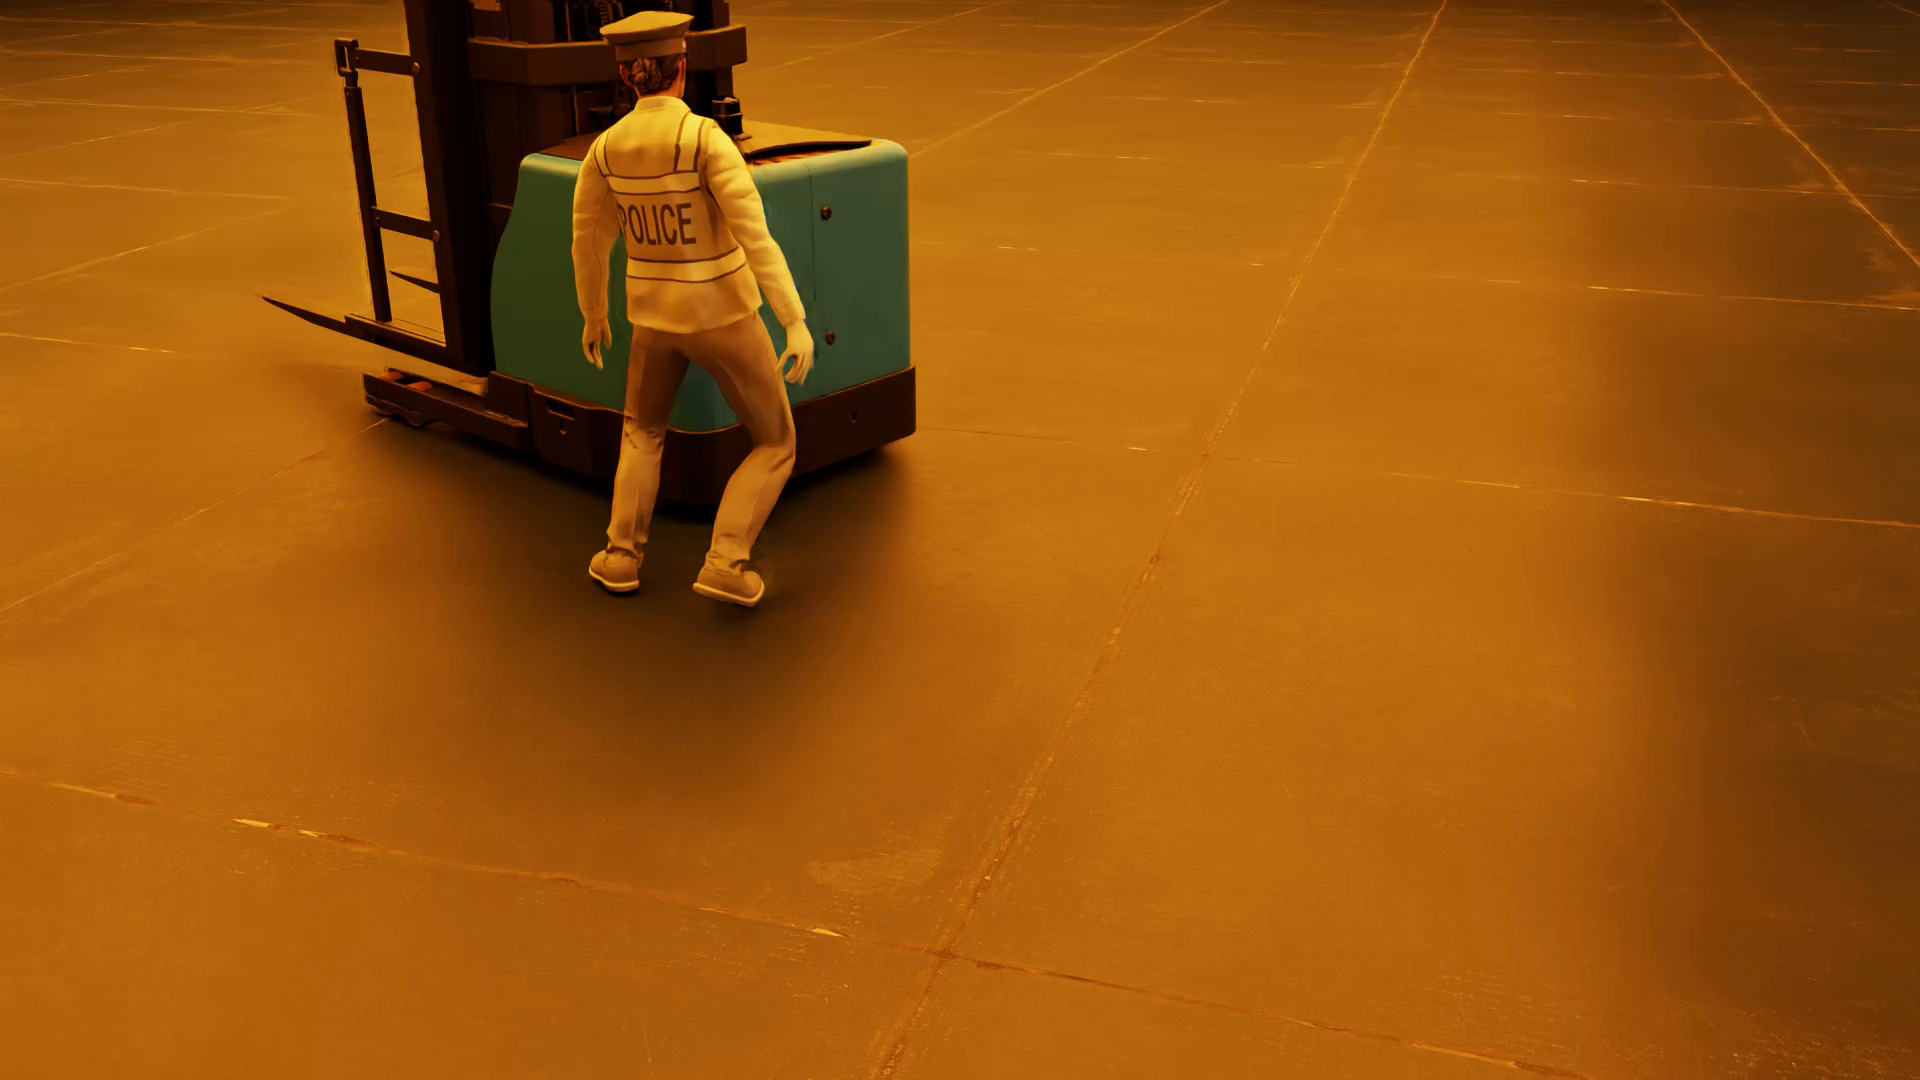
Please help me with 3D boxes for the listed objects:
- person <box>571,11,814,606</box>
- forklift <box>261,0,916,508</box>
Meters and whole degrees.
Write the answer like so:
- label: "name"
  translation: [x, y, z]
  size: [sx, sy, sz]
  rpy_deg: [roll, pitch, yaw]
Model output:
- label: "person"
  translation: [-0.731, -0.578, 4.460]
  size: [0.813, 1.592, 0.453]
  rpy_deg: [11, 25, 25]
- label: "forklift"
  translation: [-1.601, -1.907, 5.898]
  size: [3.031, 2.935, 1.130]
  rpy_deg: [18, 29, 37]
